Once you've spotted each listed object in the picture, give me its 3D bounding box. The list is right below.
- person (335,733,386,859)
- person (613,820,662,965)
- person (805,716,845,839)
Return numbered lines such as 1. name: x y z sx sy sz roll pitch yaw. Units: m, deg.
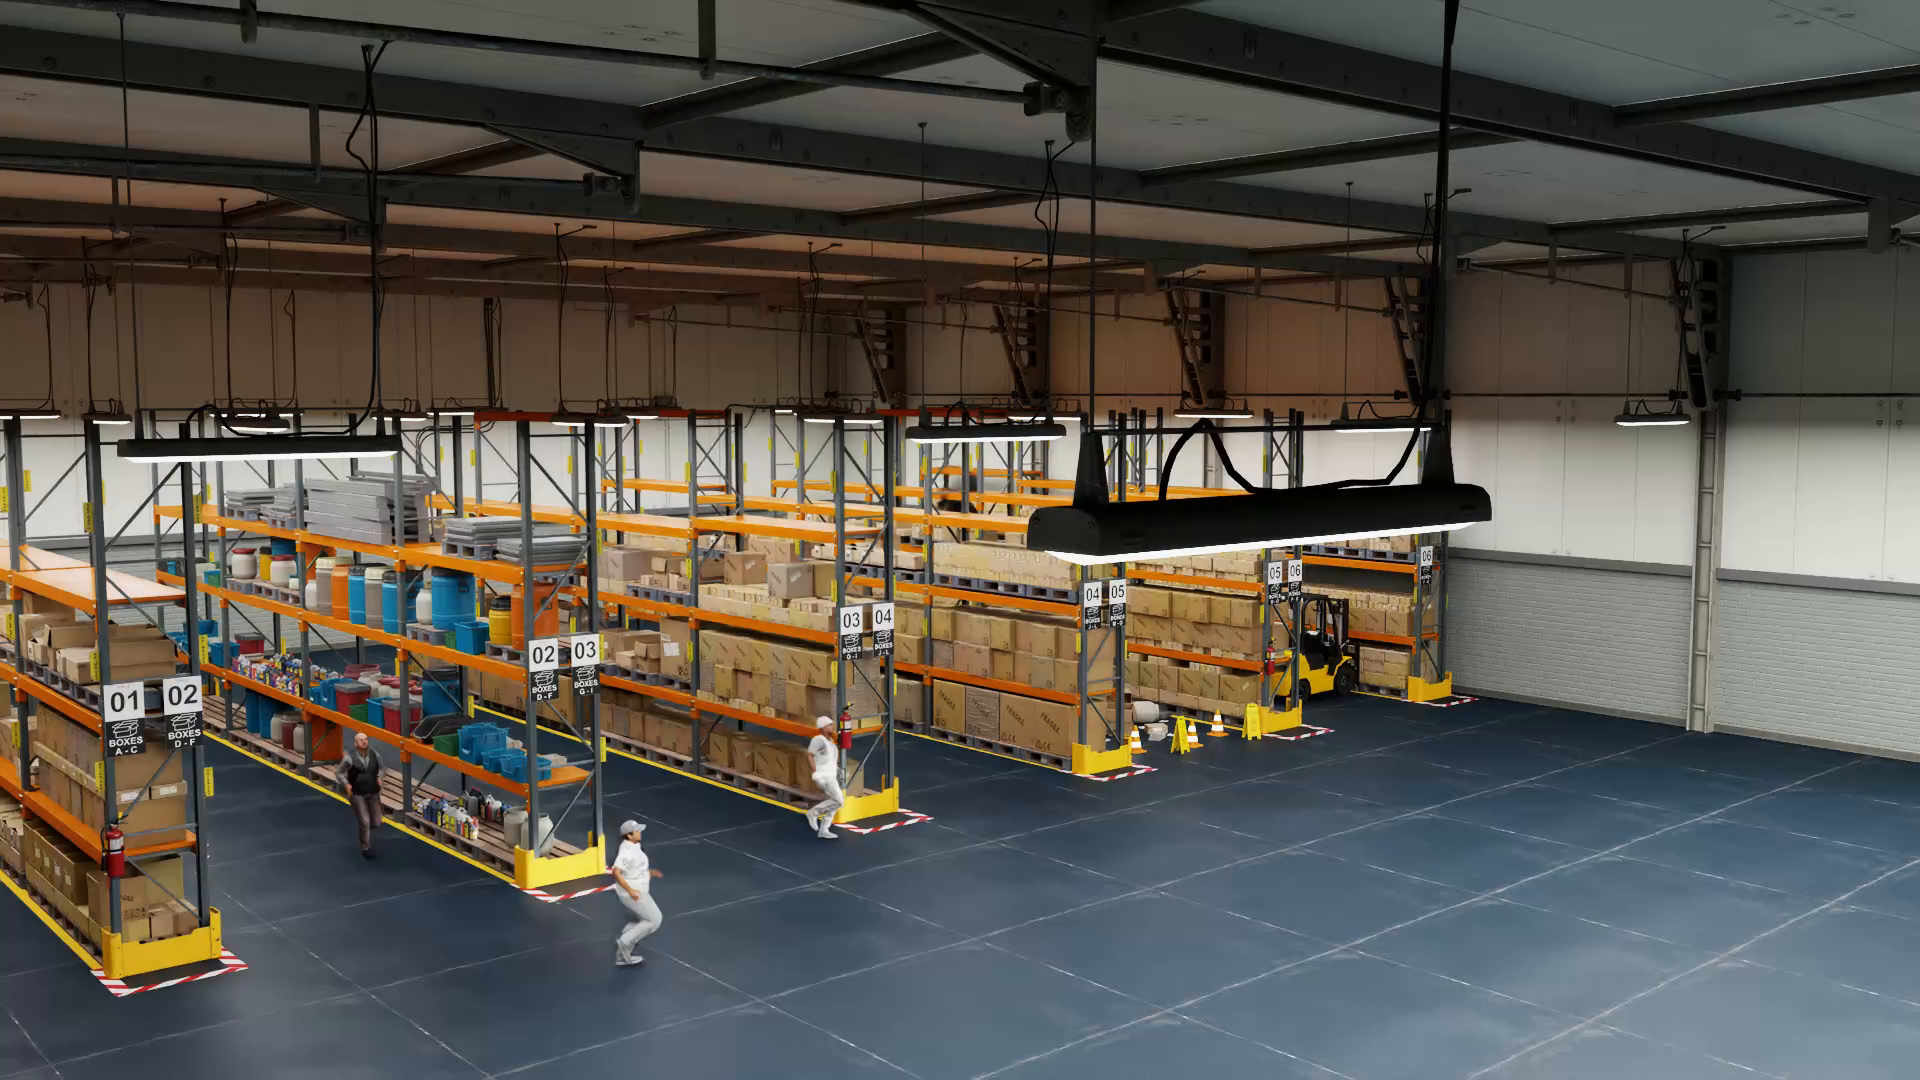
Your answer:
1. person: -8.204 3.487 22.838 0.666 1.683 0.753 -4 6 -39
2. person: -3.570 3.900 18.424 0.559 1.619 0.604 -1 5 -15
3. person: -1.900 3.387 23.845 0.545 1.706 0.733 1 5 10
